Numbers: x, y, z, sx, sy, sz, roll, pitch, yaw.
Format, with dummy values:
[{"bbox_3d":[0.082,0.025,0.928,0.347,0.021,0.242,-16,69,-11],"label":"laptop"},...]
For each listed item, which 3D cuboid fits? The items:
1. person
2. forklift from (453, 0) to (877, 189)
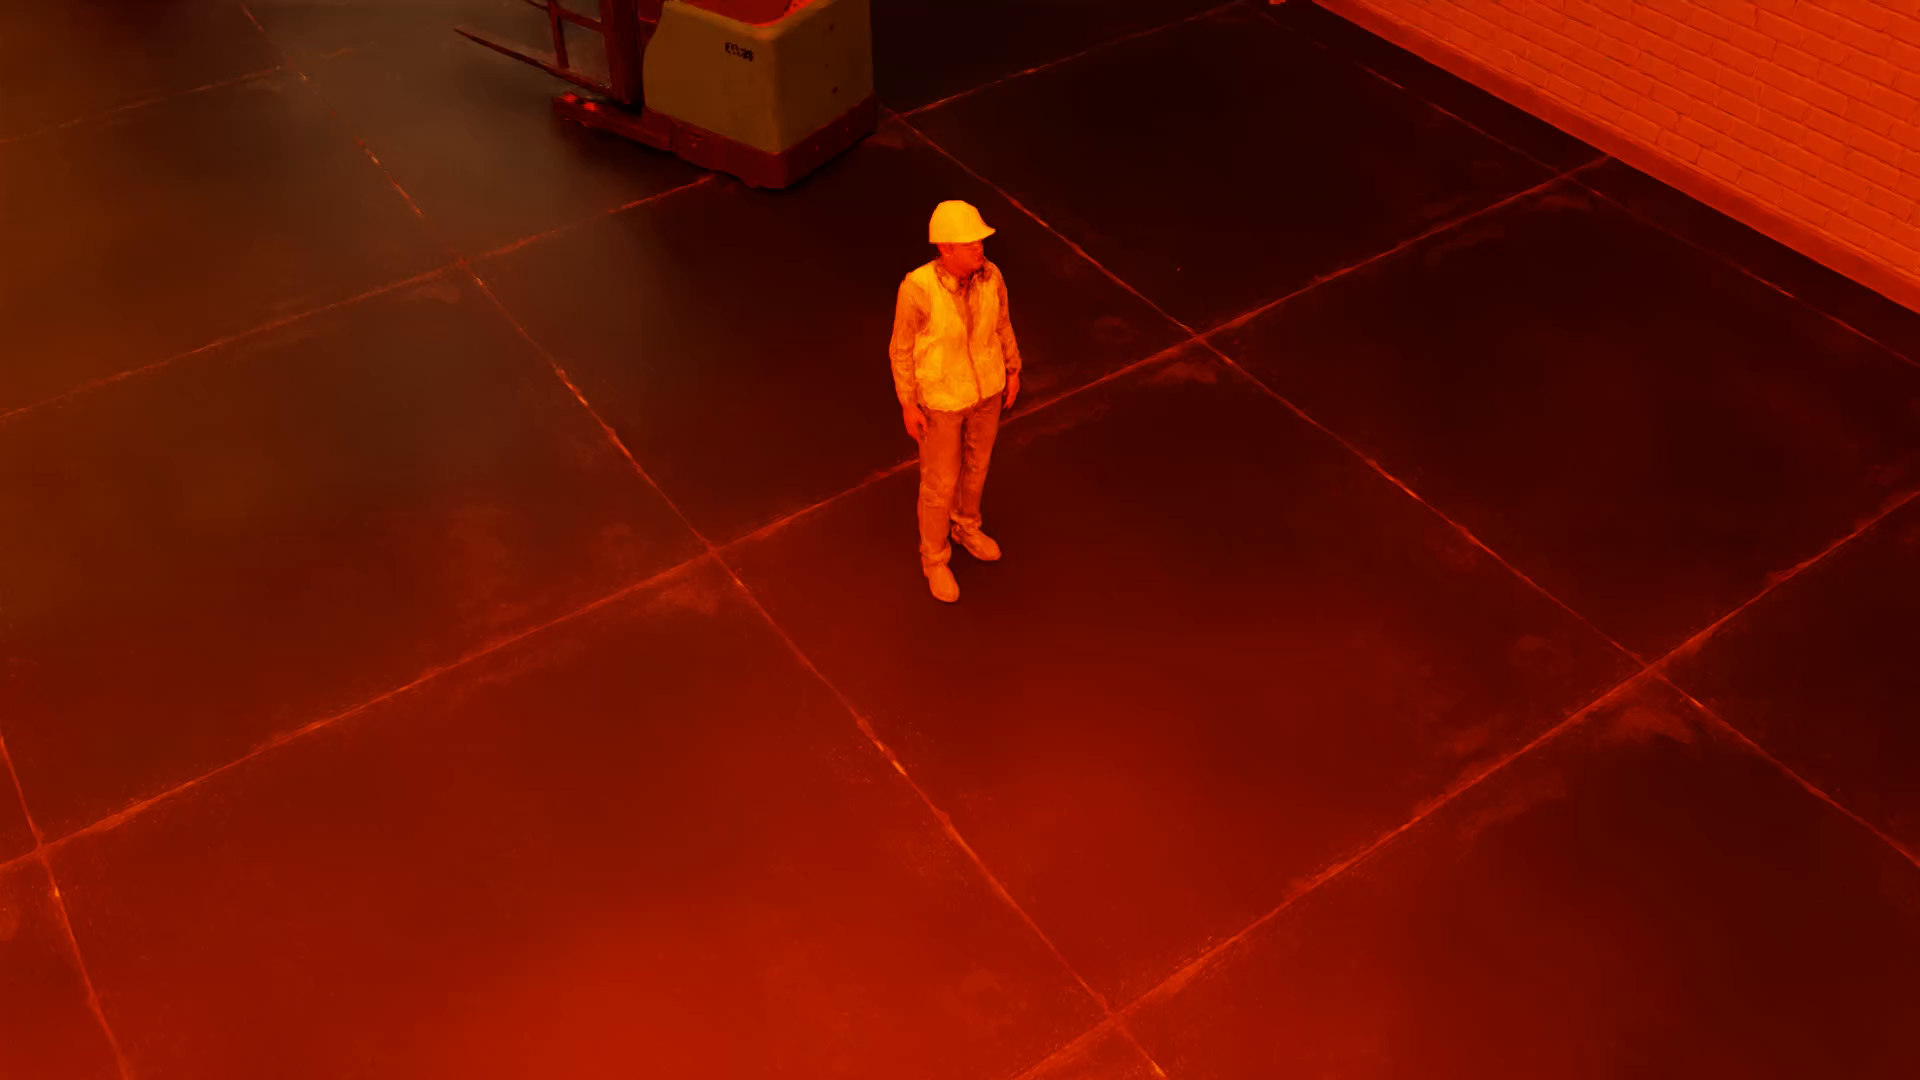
[{"bbox_3d":[0.029,-0.620,7.231,0.632,1.773,0.567,-25,48,-25],"label":"person"},{"bbox_3d":[-2.028,-4.005,10.061,3.031,2.935,1.130,25,48,25],"label":"forklift"}]
